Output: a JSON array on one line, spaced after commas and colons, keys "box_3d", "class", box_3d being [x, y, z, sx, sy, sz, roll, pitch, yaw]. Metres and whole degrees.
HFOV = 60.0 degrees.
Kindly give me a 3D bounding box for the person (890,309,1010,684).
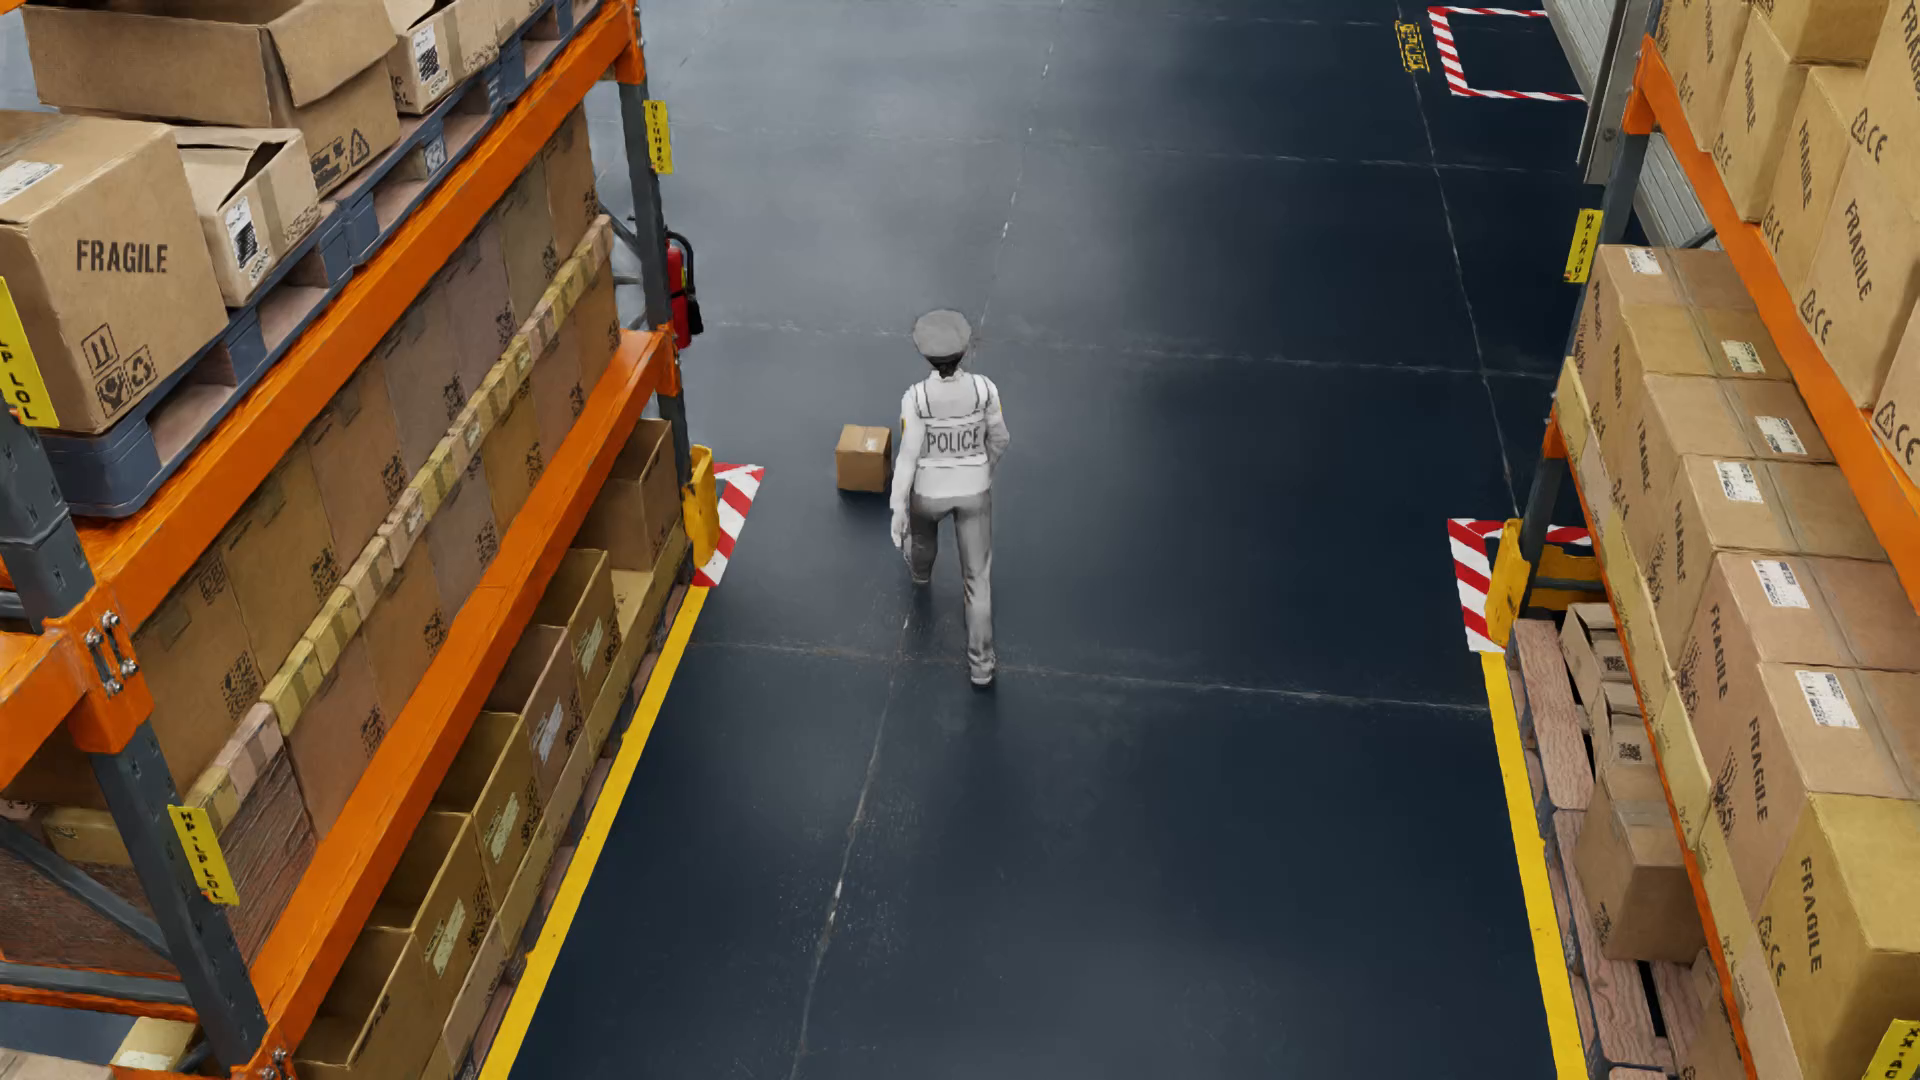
[{"box_3d": [-0.057, -0.275, 7.420, 0.563, 1.601, 1.082, -5, 37, -7], "class": "person"}]
